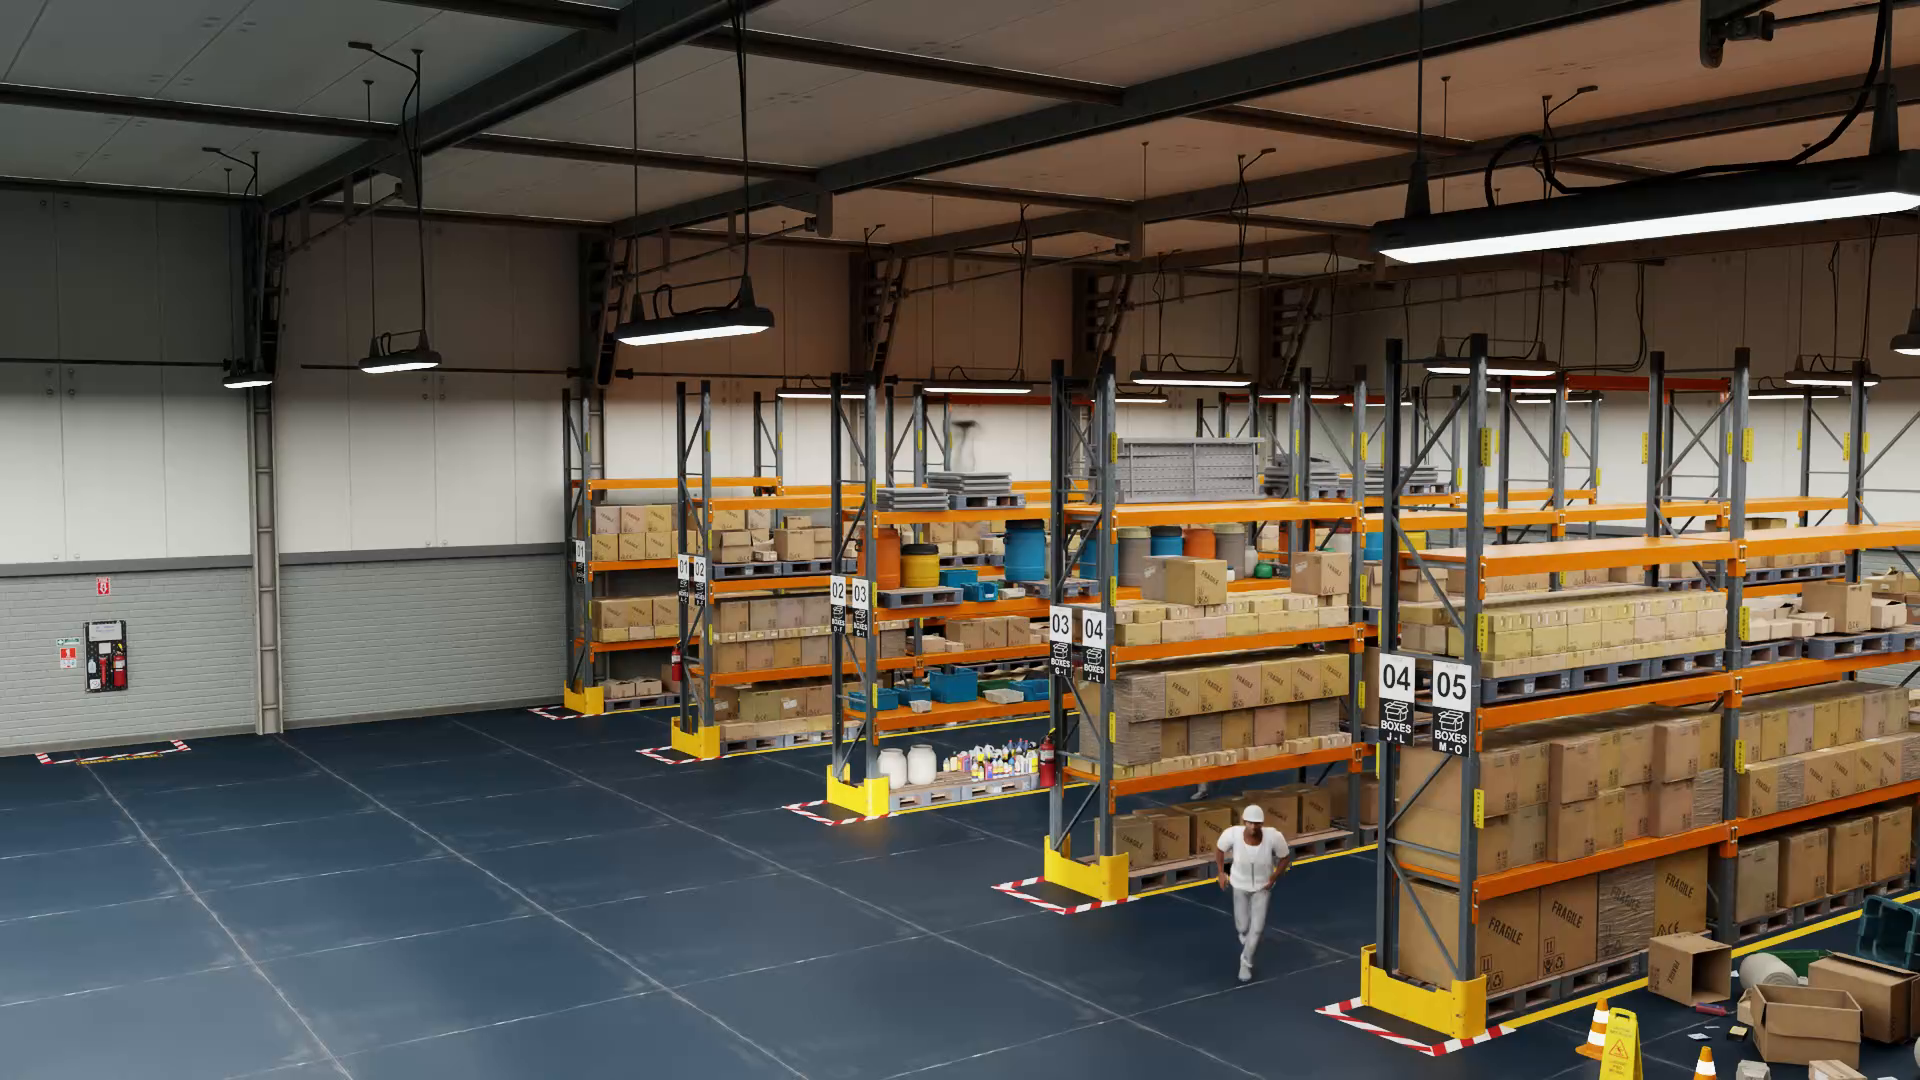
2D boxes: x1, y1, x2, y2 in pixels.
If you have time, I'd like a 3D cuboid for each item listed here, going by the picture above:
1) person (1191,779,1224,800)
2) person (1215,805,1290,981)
[{"bbox_3d":[3.513,2.786,23.595,0.579,1.764,0.658,-3,5,-41],"label":"person"},{"bbox_3d":[2.794,3.320,15.894,0.697,1.694,0.844,0,4,5],"label":"person"}]
